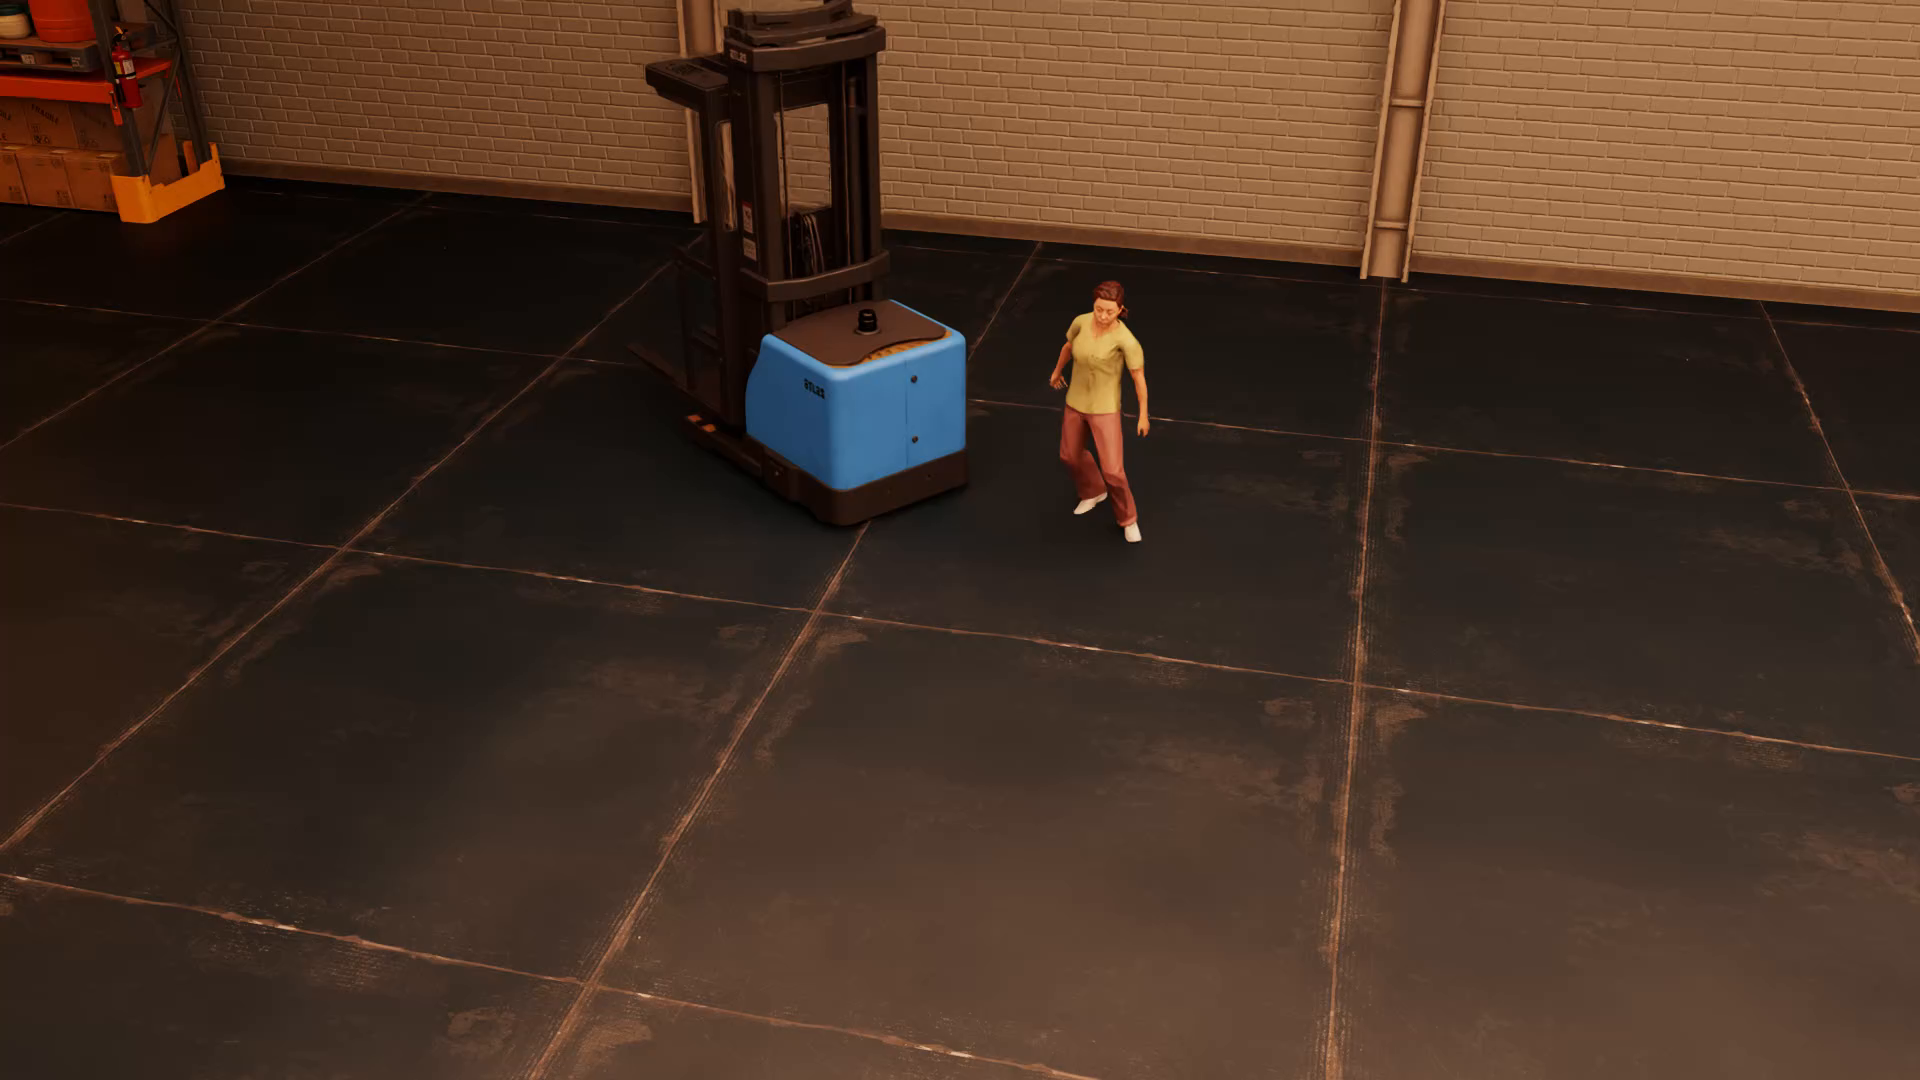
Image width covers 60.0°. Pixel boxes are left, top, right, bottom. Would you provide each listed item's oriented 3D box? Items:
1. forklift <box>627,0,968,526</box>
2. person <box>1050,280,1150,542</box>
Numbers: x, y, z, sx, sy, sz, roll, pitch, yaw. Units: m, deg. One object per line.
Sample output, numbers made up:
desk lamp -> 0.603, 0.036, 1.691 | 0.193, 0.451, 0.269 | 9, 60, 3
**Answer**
forklift -> -1.253, -2.025, 10.744 | 1.130, 2.935, 3.031 | -21, 36, -33
person -> 0.853, -0.826, 10.018 | 0.816, 1.646, 0.480 | 25, 38, 37
